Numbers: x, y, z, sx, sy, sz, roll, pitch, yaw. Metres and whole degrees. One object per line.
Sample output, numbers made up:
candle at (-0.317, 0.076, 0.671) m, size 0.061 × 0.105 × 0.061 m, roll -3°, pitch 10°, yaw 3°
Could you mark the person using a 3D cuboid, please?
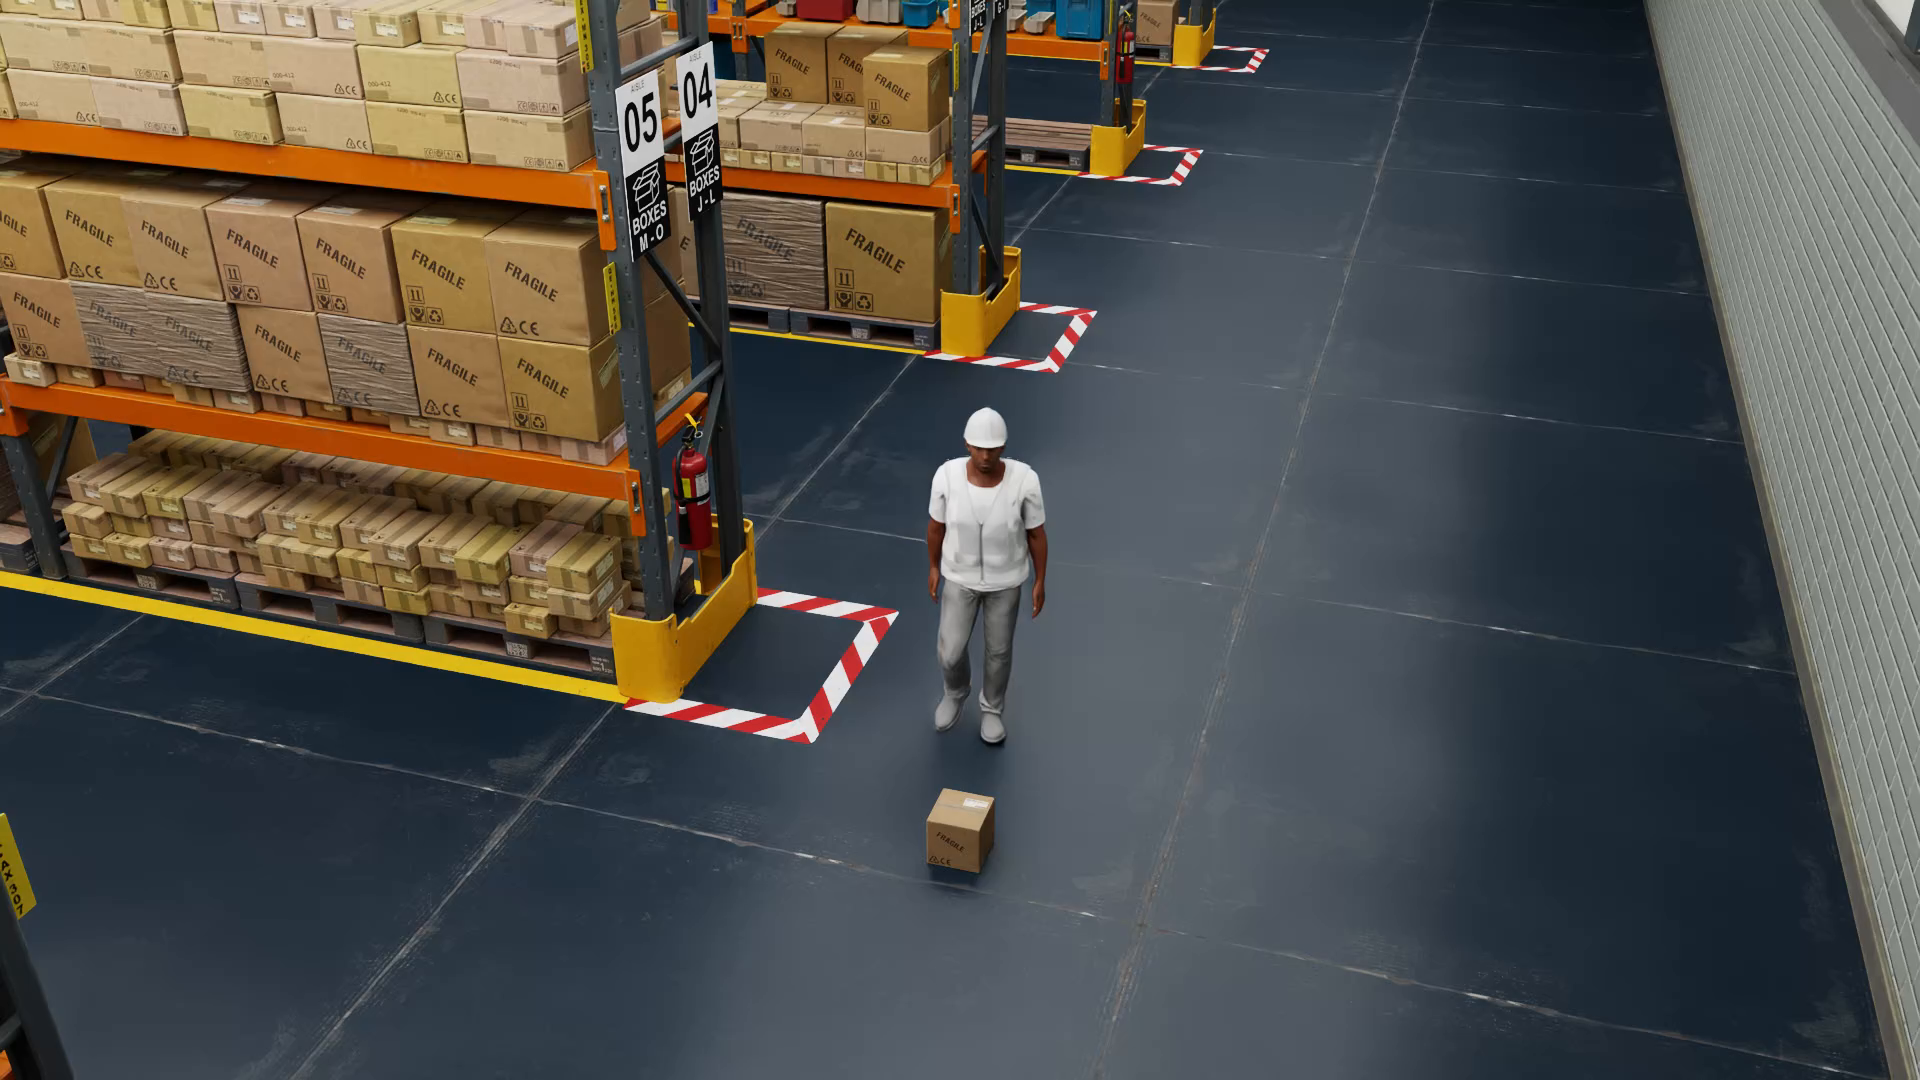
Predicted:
person at (0.125, 0.204, 8.105) m, size 0.589 × 1.767 × 0.435 m, roll 2°, pitch 29°, yaw 4°
